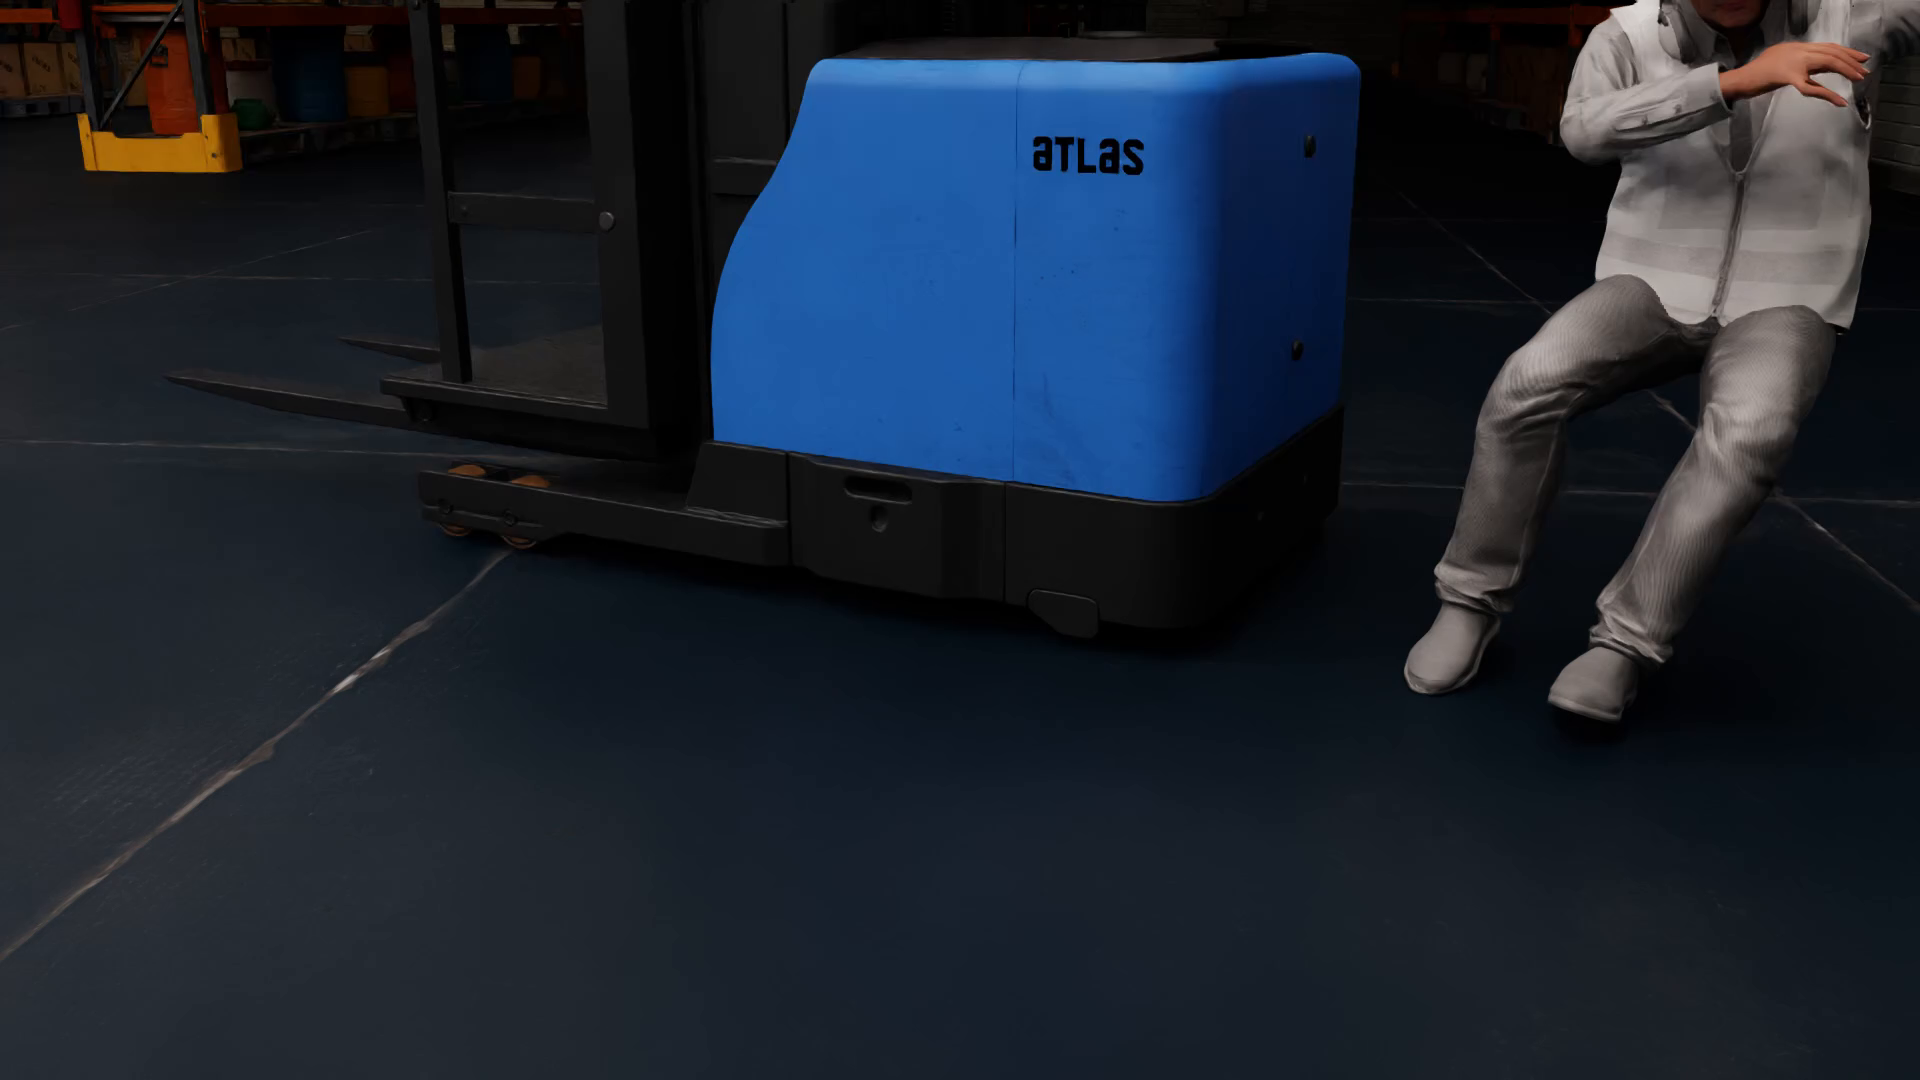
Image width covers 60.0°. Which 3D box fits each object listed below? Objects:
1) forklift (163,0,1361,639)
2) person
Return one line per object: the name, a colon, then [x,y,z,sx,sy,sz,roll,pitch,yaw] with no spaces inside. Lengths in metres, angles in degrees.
forklift: [-0.669,-1.506,3.729,3.031,2.935,1.130,9,20,27]
person: [1.441,-0.419,2.782,1.183,1.437,0.895,8,19,24]
